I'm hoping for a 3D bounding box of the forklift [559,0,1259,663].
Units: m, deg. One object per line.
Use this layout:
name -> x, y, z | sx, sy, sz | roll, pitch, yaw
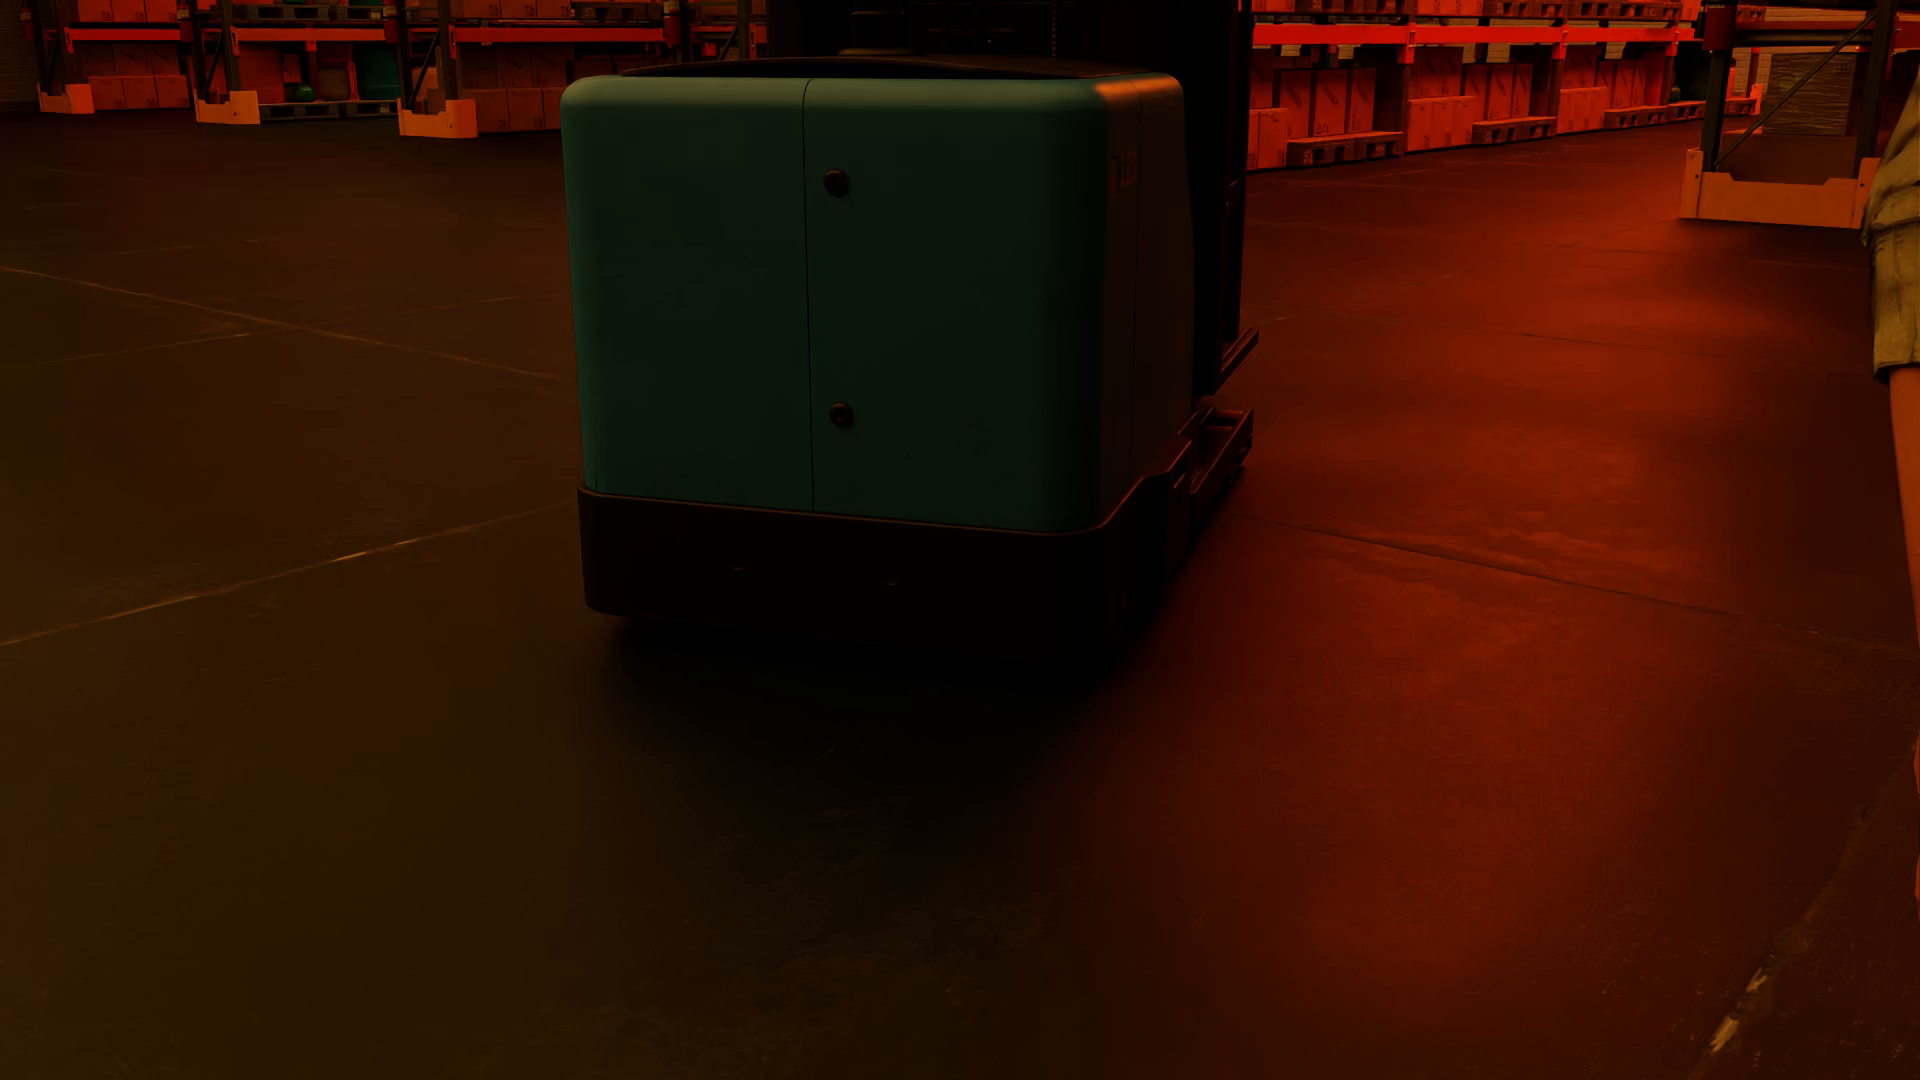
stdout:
forklift -> 0.182, -1.571, 4.072 | 1.130, 2.935, 3.031 | 5, 18, 17
